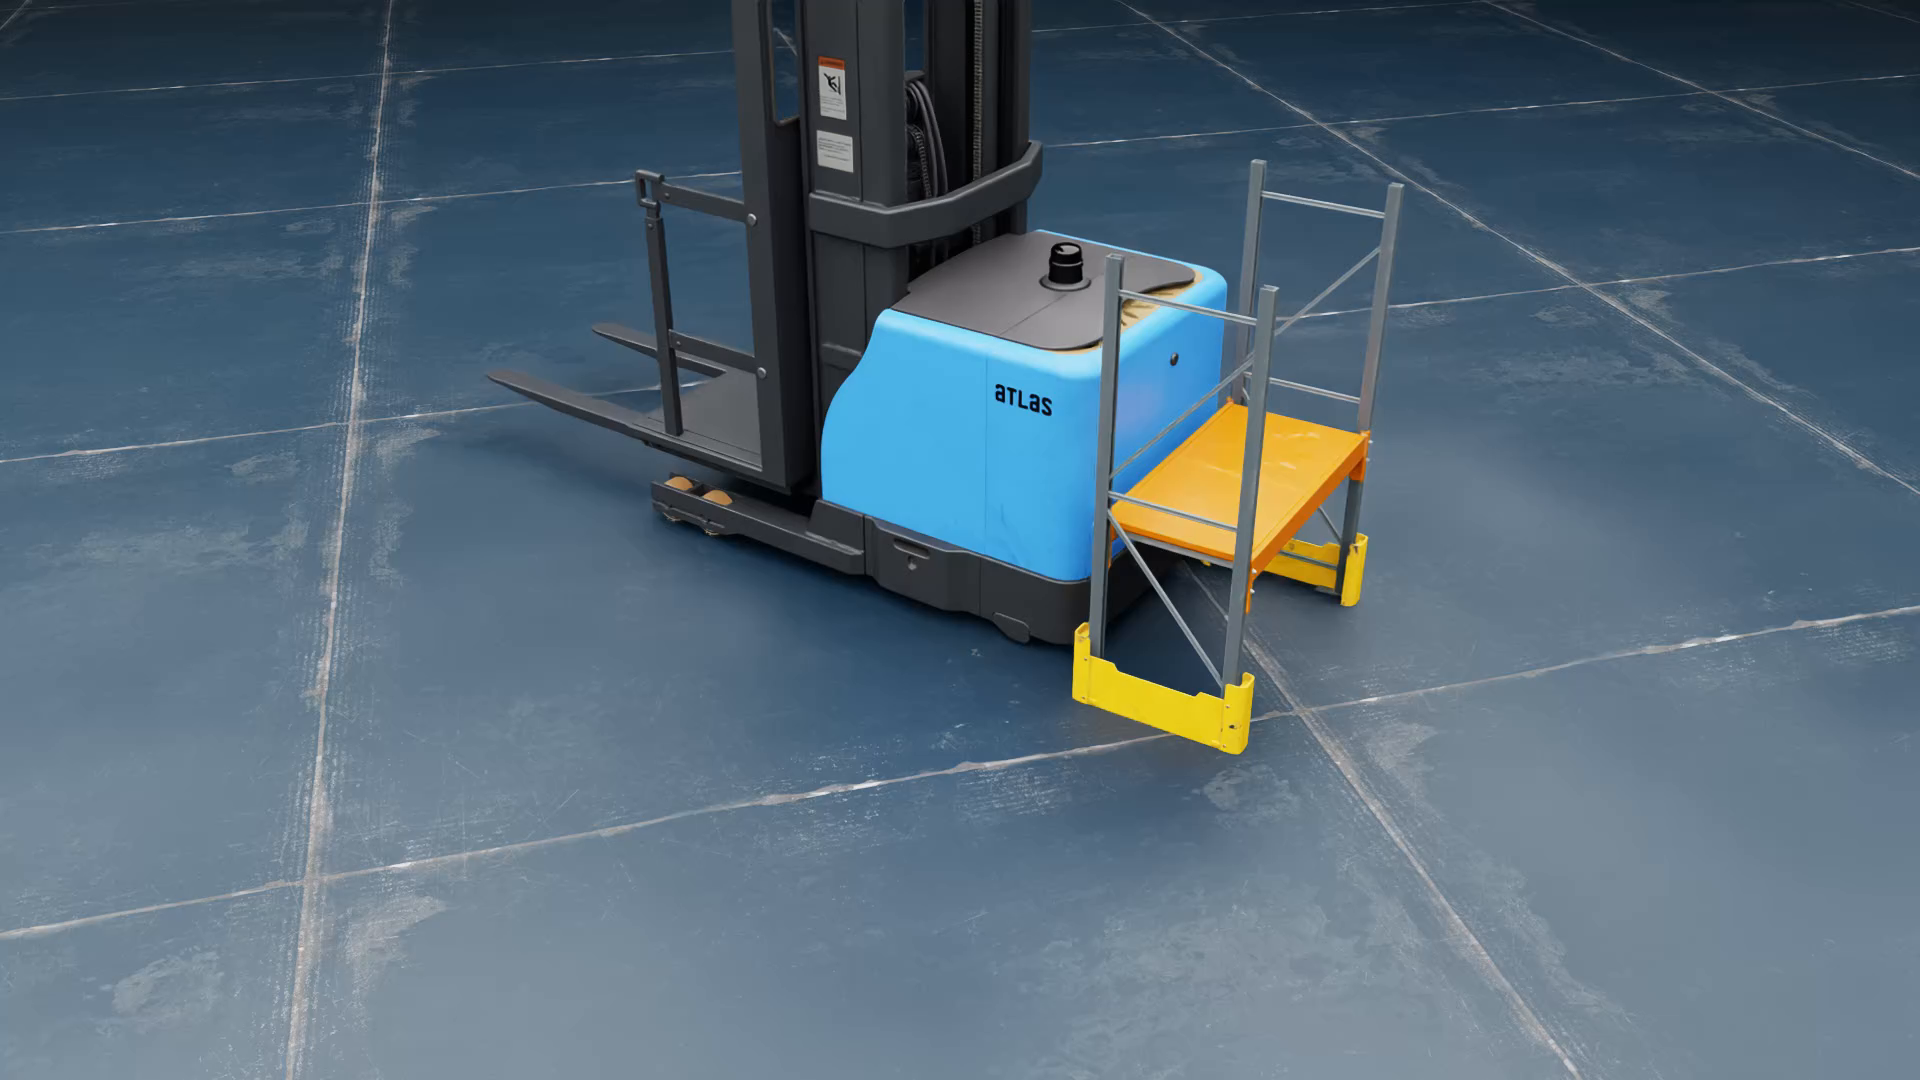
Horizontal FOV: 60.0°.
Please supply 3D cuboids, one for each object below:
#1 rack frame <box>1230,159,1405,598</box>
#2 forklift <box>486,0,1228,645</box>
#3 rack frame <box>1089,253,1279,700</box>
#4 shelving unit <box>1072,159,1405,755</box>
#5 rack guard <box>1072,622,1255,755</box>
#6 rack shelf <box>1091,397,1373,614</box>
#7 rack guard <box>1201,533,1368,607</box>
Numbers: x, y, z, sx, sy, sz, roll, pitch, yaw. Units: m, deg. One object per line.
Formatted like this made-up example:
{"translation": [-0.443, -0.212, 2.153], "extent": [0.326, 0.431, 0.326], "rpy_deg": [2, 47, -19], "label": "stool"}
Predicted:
{"translation": [1.160, -0.513, 5.639], "extent": [0.500, 1.500, 0.032], "rpy_deg": [17, 34, 27], "label": "rack frame"}
{"translation": [-0.569, -1.484, 5.888], "extent": [3.031, 2.935, 1.130], "rpy_deg": [19, 35, 29], "label": "forklift"}
{"translation": [0.626, -0.079, 4.890], "extent": [0.500, 1.500, 0.032], "rpy_deg": [17, 34, 27], "label": "rack frame"}
{"translation": [0.889, -0.292, 5.258], "extent": [0.587, 1.500, 1.083], "rpy_deg": [17, 34, 27], "label": "shelving unit"}
{"translation": [0.627, 0.461, 5.204], "extent": [0.587, 0.250, 0.087], "rpy_deg": [17, 34, 27], "label": "rack guard"}
{"translation": [0.893, -0.140, 5.355], "extent": [0.538, 0.185, 1.000], "rpy_deg": [17, 34, 27], "label": "rack shelf"}
{"translation": [1.150, 0.036, 5.938], "extent": [0.587, 0.250, 0.087], "rpy_deg": [17, 34, 27], "label": "rack guard"}
